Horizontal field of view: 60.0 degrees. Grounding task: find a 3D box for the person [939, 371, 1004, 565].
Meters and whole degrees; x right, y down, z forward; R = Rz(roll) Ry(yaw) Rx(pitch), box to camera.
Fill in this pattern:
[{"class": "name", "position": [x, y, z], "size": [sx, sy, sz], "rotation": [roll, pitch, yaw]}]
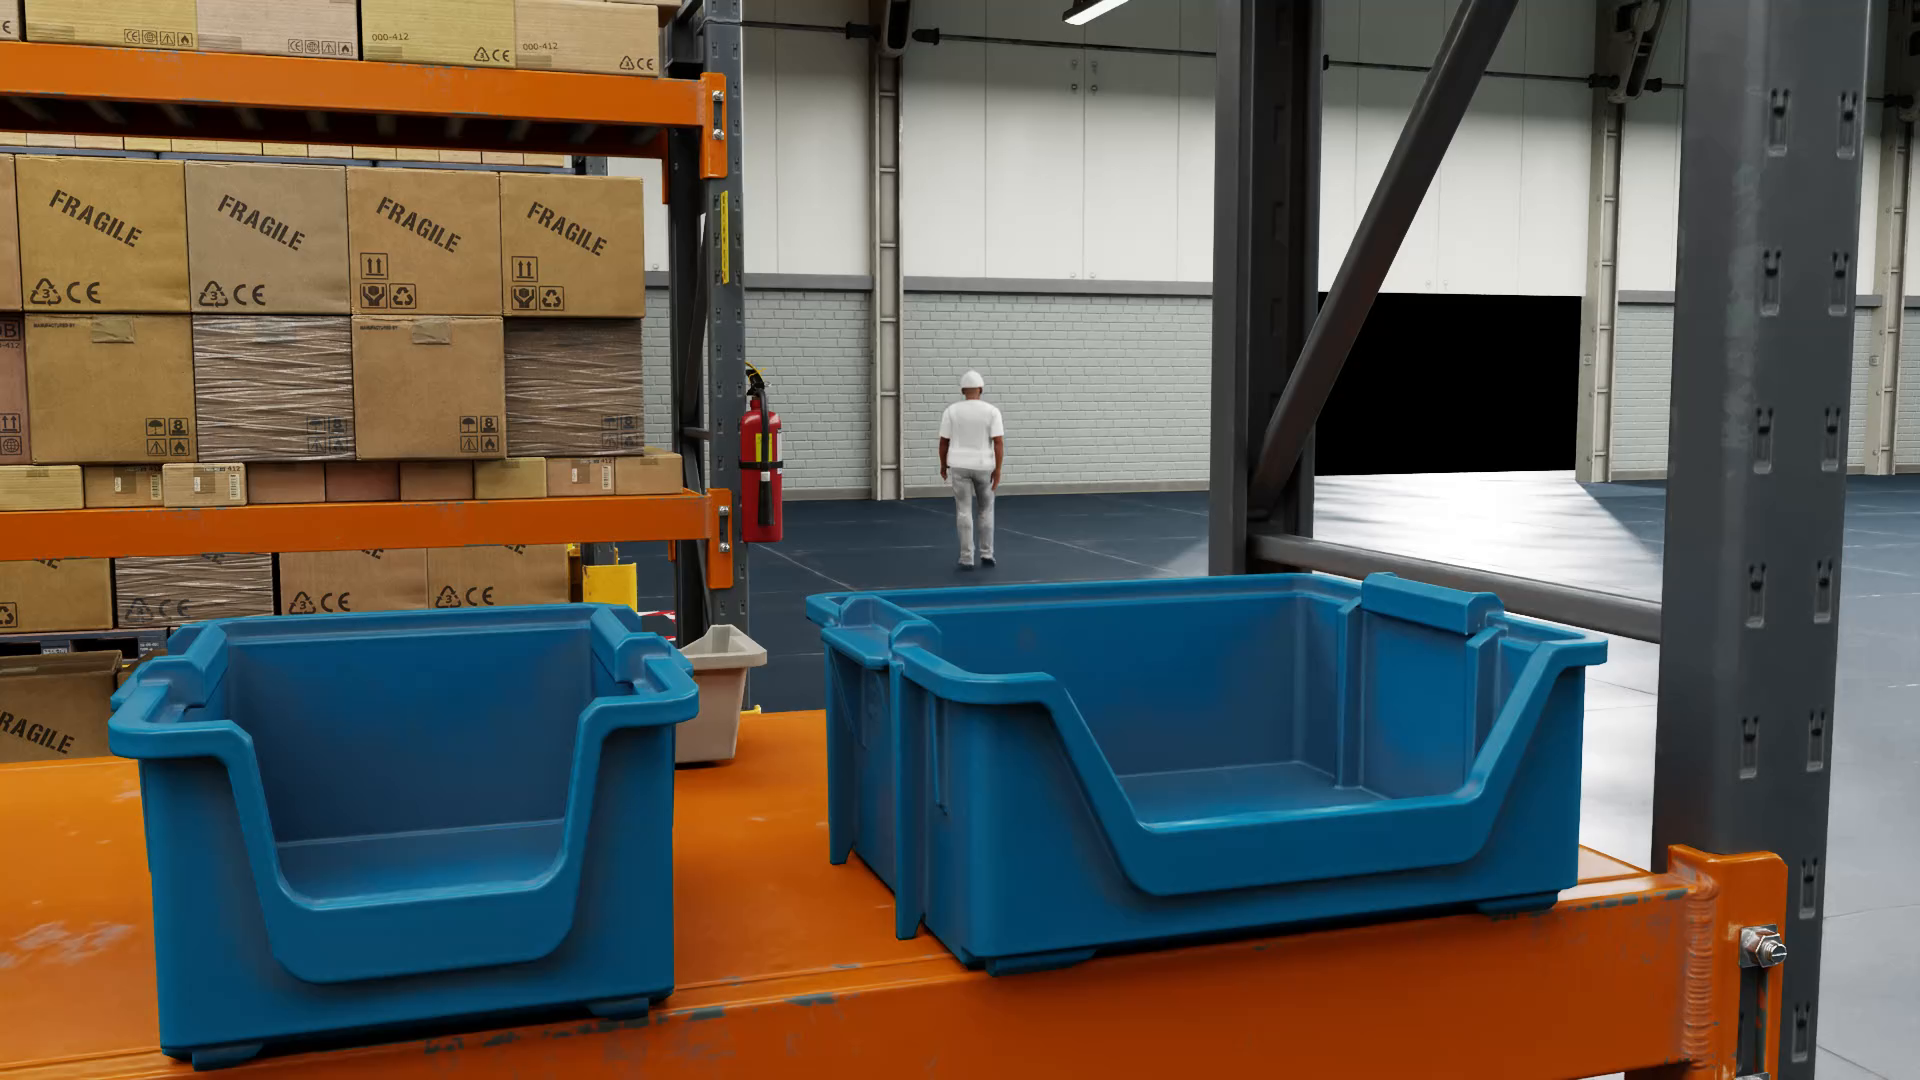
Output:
[{"class": "person", "position": [0.106, -0.643, 15.096], "size": [0.590, 1.772, 0.844], "rotation": [0, 6, 3]}]
